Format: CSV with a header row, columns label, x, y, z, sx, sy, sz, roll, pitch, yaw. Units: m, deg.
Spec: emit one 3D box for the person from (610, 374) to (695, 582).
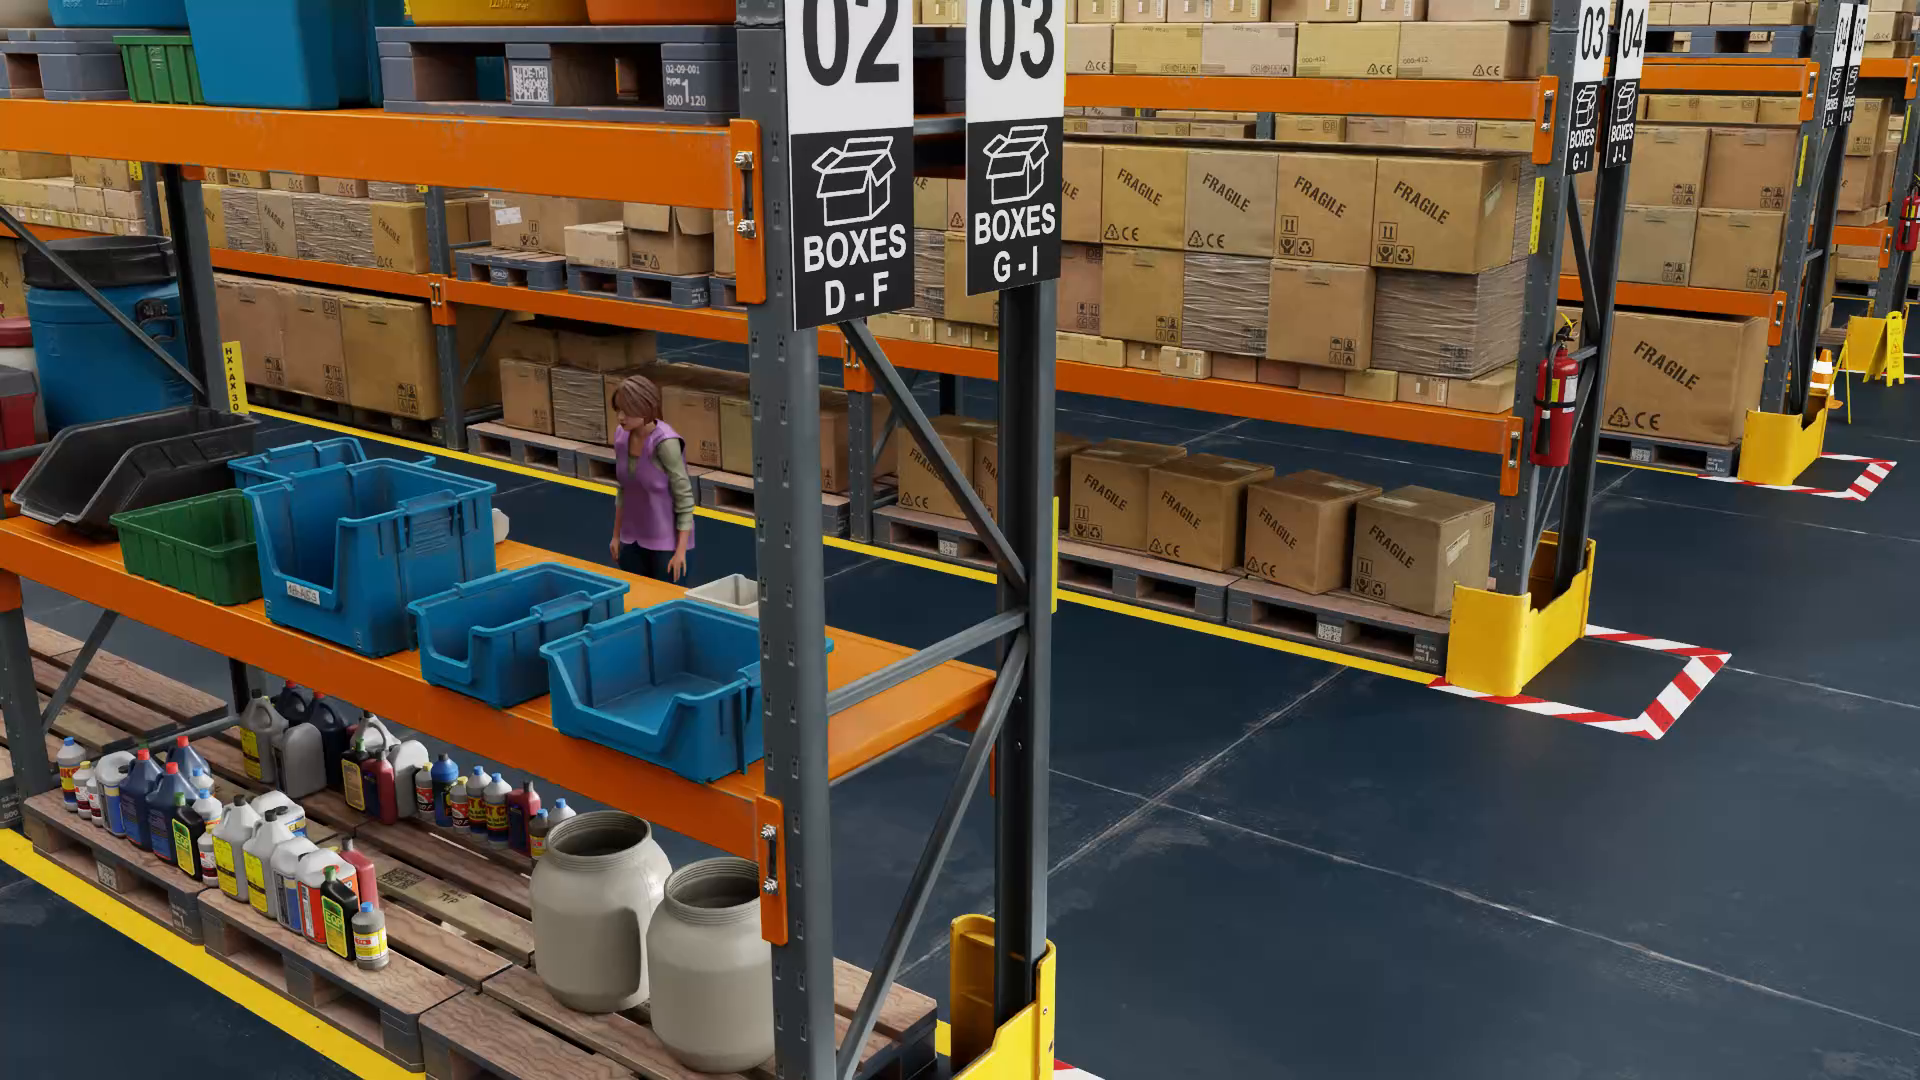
label,x,y,z,sx,sy,sz,roll,pitch,yaw
person,-1.378,0.096,7.441,0.465,1.478,0.332,12,21,34
